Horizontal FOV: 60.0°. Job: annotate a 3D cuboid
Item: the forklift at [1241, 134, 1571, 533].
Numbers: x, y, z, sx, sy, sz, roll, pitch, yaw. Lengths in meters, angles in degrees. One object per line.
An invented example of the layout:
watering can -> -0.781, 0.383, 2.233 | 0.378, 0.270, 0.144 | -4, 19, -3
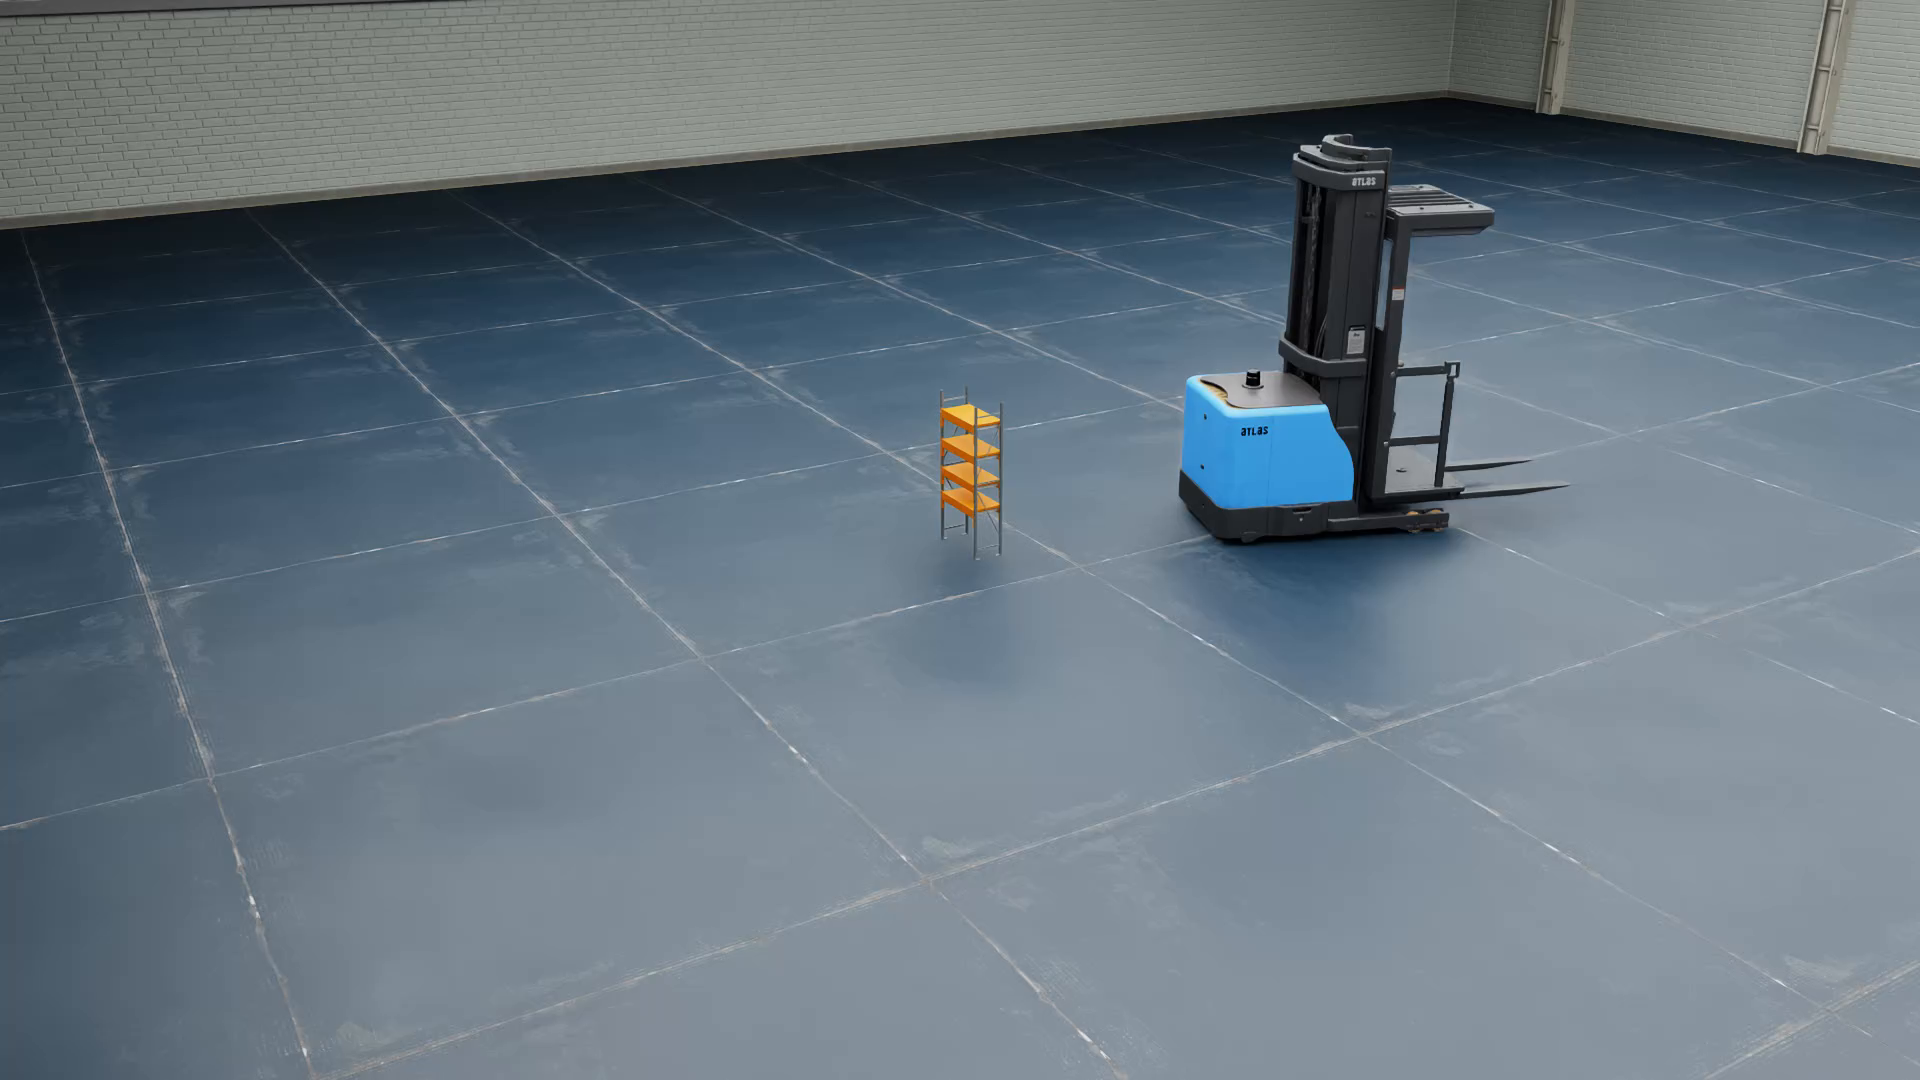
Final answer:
forklift -> 3.345, -1.599, 12.854 | 3.031, 2.935, 1.121 | -4, 23, -11

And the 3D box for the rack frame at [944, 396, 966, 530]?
rack frame -> -0.041, -0.581, 12.648 | 0.228, 1.046, 0.006 | -13, 25, -28

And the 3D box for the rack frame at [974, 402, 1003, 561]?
rack frame -> 0.209, -0.423, 12.259 | 0.240, 1.200, 0.015 | -13, 25, -28

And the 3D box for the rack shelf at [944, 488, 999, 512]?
rack shelf -> 0.085, -0.305, 12.534 | 0.221, 0.021, 0.457 | -13, 25, -28

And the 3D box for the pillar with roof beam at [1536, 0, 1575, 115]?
pillar with roof beam -> 8.591, -12.264, 31.034 | 9.100, 9.000, 0.400 | -13, 25, -28

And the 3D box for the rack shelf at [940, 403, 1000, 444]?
rack shelf -> 0.085, -0.866, 12.306 | 0.258, 0.148, 0.480 | -13, 25, -28

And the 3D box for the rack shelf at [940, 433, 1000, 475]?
rack shelf -> 0.085, -0.647, 12.395 | 0.258, 0.148, 0.480 | -13, 25, -28

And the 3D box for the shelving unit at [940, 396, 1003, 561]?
shelving unit -> 0.086, -0.502, 12.452 | 0.258, 1.200, 0.499 | -13, 25, -28

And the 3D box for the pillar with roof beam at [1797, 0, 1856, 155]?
pillar with roof beam -> 11.656, -10.322, 26.255 | 9.100, 9.000, 0.400 | -13, 25, -28

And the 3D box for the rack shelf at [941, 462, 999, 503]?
rack shelf -> 0.085, -0.440, 12.479 | 0.258, 0.148, 0.480 | -13, 25, -28
